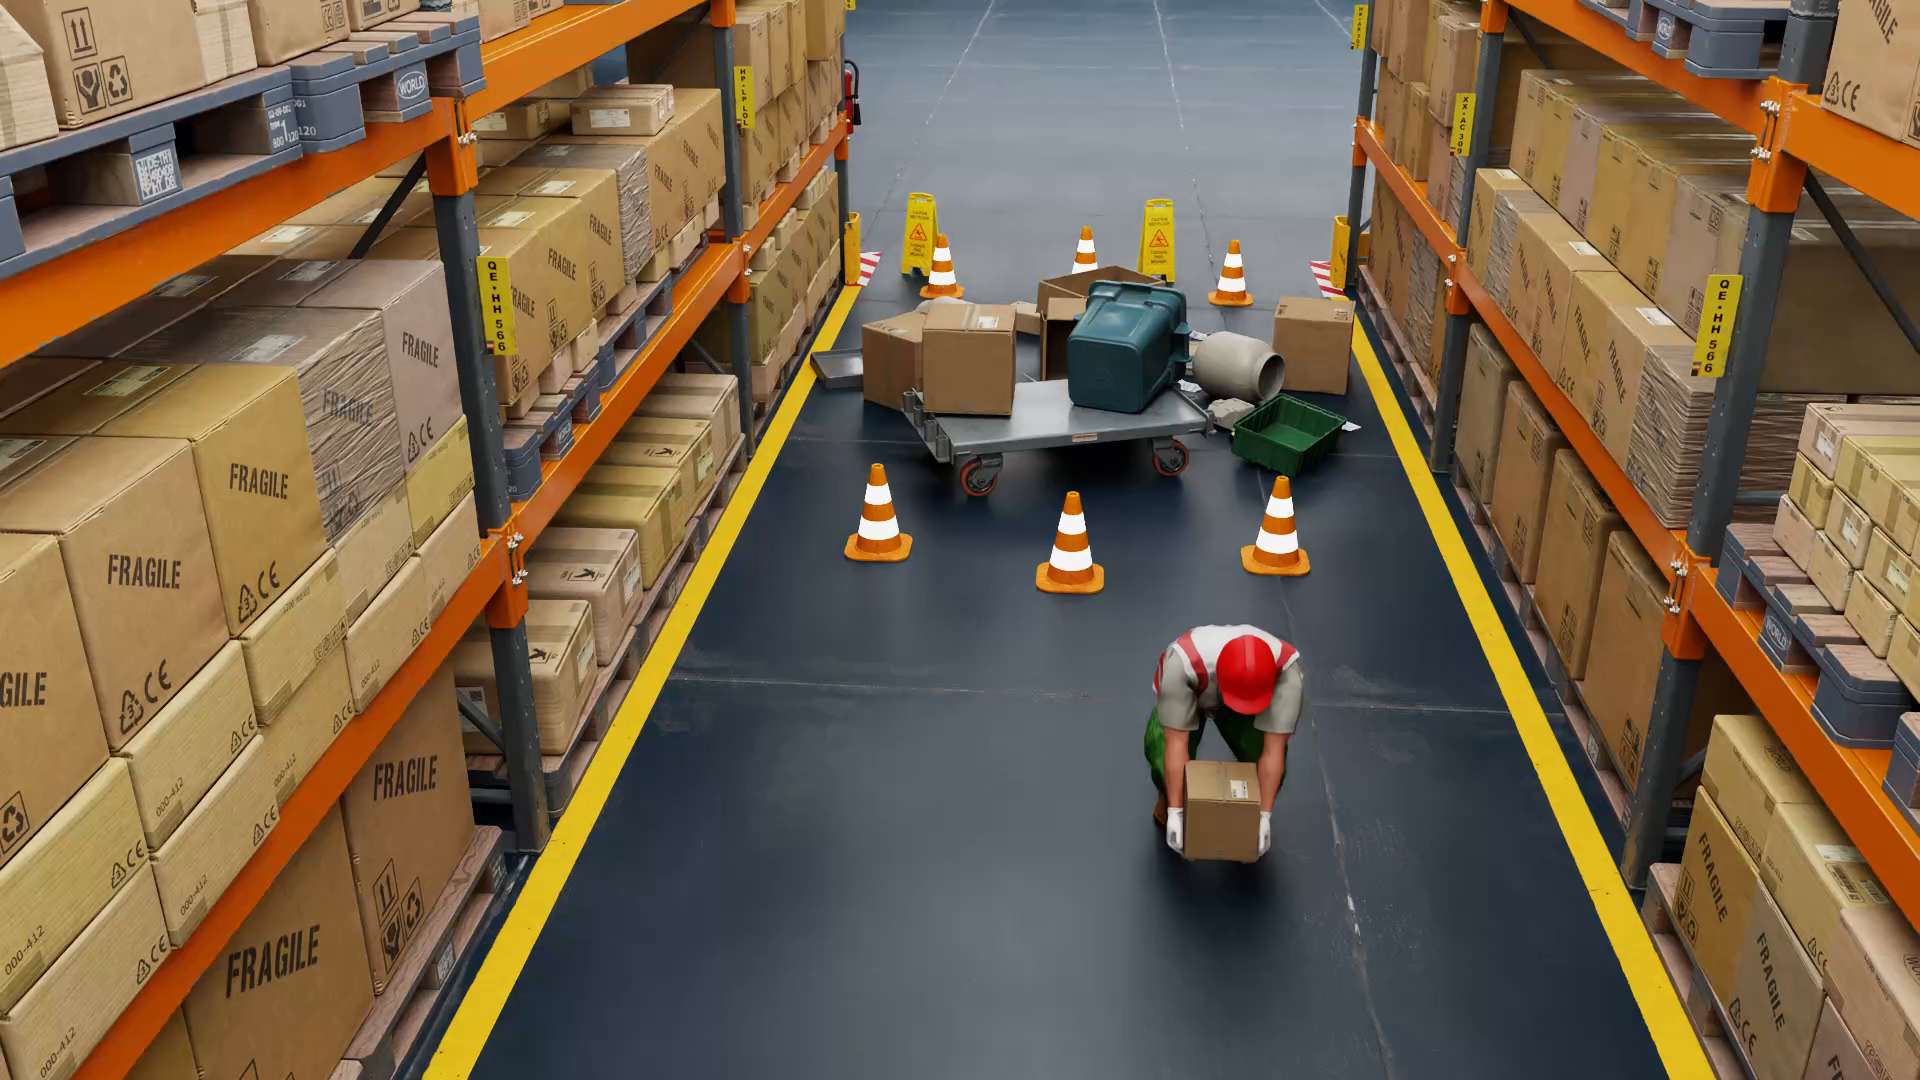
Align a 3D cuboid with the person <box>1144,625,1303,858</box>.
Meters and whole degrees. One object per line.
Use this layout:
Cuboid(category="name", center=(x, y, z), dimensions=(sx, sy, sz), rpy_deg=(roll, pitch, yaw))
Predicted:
Cuboid(category="person", center=(0.953, 0.710, 6.099), dimensions=(0.543, 0.894, 0.893), rpy_deg=(1, 24, 3))
